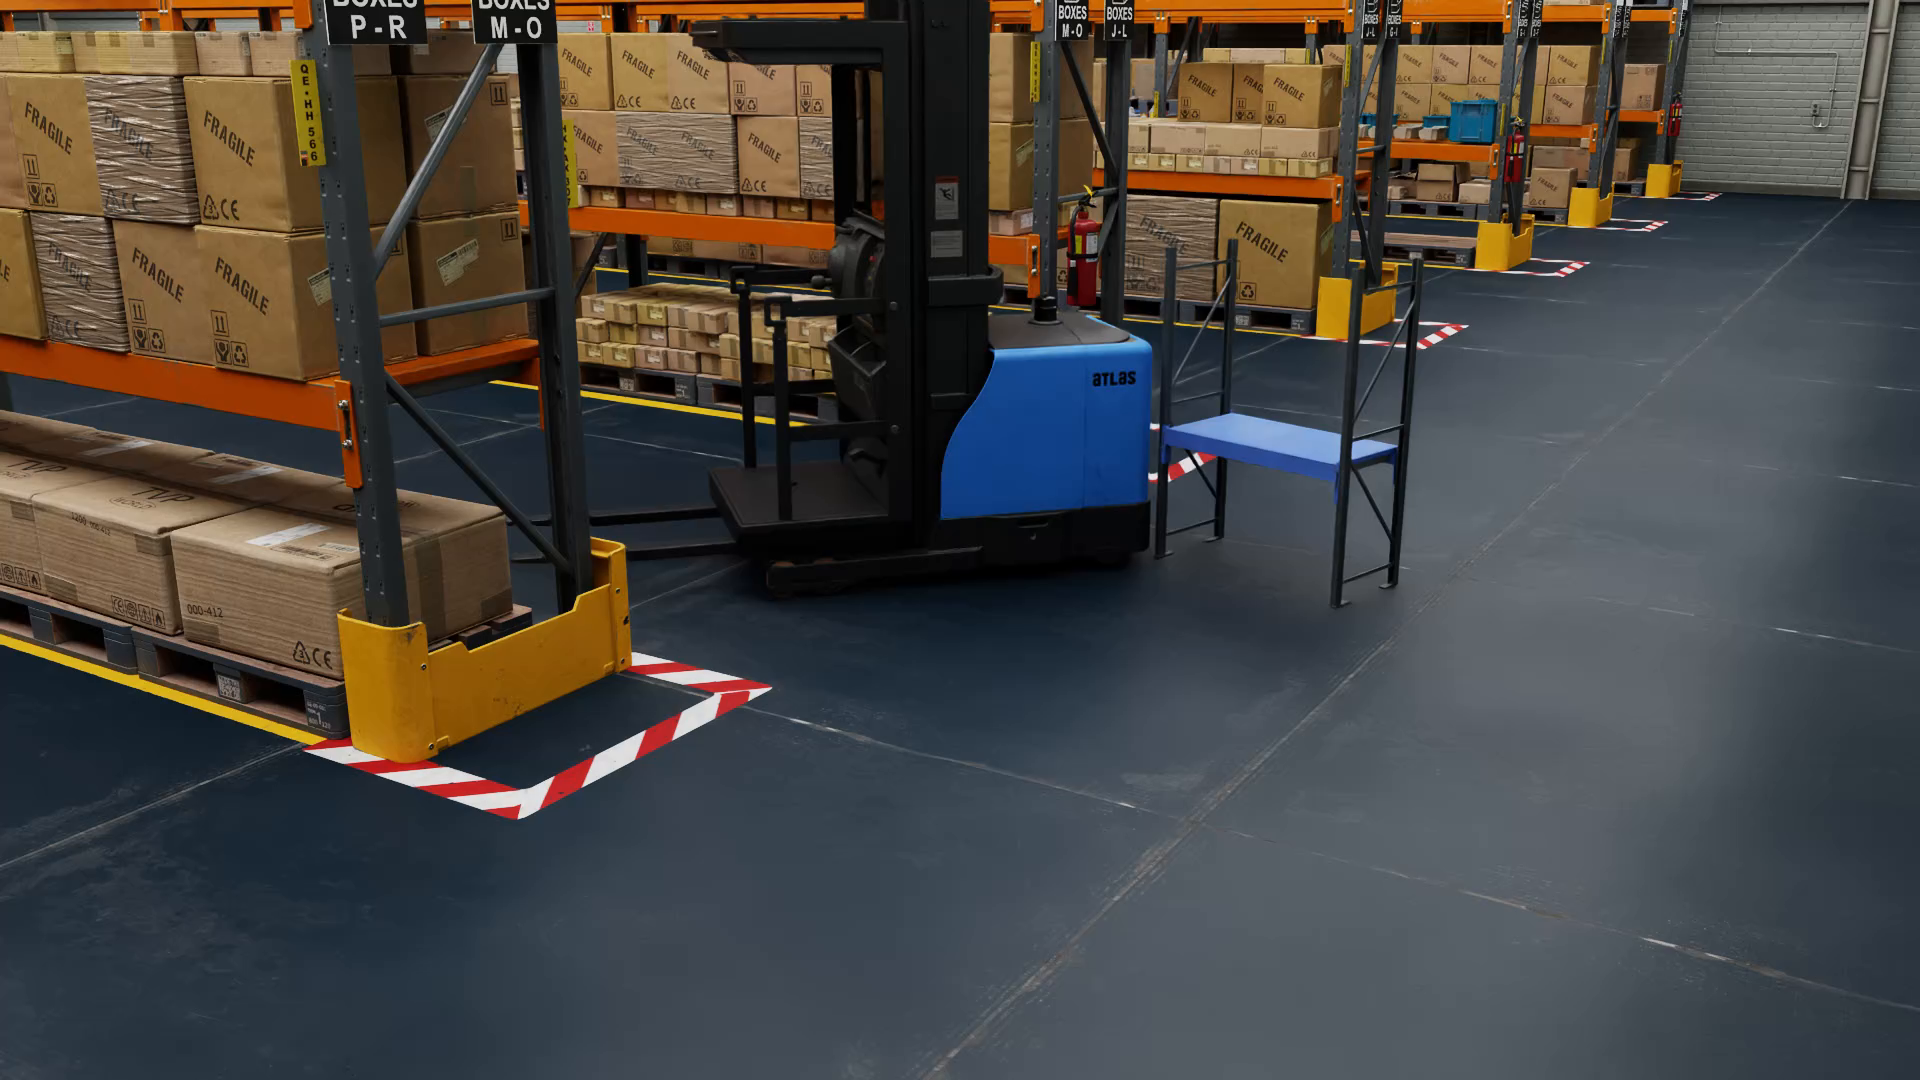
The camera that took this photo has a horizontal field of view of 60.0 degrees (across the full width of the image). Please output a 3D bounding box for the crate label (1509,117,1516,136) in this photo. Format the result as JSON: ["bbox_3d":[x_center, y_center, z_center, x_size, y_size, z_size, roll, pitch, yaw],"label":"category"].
[{"bbox_3d":[5.968,-4.569,18.447,0.303,0.233,0.416,10,20,30],"label":"crate label"}]

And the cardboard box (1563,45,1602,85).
[{"bbox_3d":[8.361,-6.387,22.354,0.500,0.500,0.500,11,20,32],"label":"cardboard box"}]

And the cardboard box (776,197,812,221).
[{"bbox_3d":[-0.980,-2.175,10.814,0.250,0.149,0.380,11,20,31],"label":"cardboard box"}]

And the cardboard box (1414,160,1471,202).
[{"bbox_3d":[6.796,-5.068,23.442,0.637,0.503,0.797,10,20,30],"label":"cardboard box"}]

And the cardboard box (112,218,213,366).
[{"bbox_3d":[-2.742,-0.956,6.196,0.500,0.500,0.500,10,19,29],"label":"cardboard box"}]

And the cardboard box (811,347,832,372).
[{"bbox_3d":[-0.759,-1.205,10.857,0.250,0.149,0.380,10,20,31],"label":"cardboard box"}]

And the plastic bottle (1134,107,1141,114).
[{"bbox_3d":[2.203,-5.258,20.751,0.097,0.271,0.097,0,17,0],"label":"plastic bottle"}]

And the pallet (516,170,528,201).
[{"bbox_3d":[-3.252,-2.731,12.540,1.213,0.211,1.003,10,20,30],"label":"pallet"}]

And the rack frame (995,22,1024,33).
[{"bbox_3d":[0.965,-8.780,32.126,0.127,3.000,1.000,10,20,30],"label":"rack frame"}]

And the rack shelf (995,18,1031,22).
[{"bbox_3d":[0.080,-8.340,26.753,4.000,0.370,1.077,10,20,30],"label":"rack shelf"}]

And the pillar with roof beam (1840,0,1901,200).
[{"bbox_3d":[11.691,-8.563,21.089,0.400,9.000,9.100,10,20,30],"label":"pillar with roof beam"}]

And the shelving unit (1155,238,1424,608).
[{"bbox_3d":[1.490,-0.574,7.691,0.538,1.500,1.048,-15,23,-41],"label":"shelving unit"}]

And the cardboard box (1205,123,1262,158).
[{"bbox_3d":[2.430,-3.431,14.261,0.500,0.250,0.500,10,19,29],"label":"cardboard box"}]

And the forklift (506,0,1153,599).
[{"bbox_3d":[-0.663,-1.308,7.645,3.031,2.935,1.130,-5,18,-15],"label":"forklift"}]

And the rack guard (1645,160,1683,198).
[{"bbox_3d":[11.211,-5.755,26.469,0.348,0.500,1.175,10,20,30],"label":"rack guard"}]

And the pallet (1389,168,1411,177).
[{"bbox_3d":[7.085,-6.328,28.850,1.213,0.211,1.003,10,20,30],"label":"pallet"}]

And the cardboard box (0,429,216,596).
[{"bbox_3d":[-3.939,-0.146,7.386,0.875,0.438,0.875,9,19,28],"label":"cardboard box"}]

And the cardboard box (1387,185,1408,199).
[{"bbox_3d":[6.179,-4.944,23.616,0.250,0.166,0.380,10,20,30],"label":"cardboard box"}]

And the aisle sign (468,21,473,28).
[{"bbox_3d":[-7.534,-8.264,25.952,0.004,0.787,0.394,10,20,30],"label":"aisle sign"}]

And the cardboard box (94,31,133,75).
[{"bbox_3d":[-2.869,-1.762,6.011,0.250,0.149,0.380,11,20,31],"label":"cardboard box"}]

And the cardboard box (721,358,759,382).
[{"bbox_3d":[-1.408,-1.185,11.303,0.250,0.149,0.380,10,19,29],"label":"cardboard box"}]

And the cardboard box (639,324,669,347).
[{"bbox_3d":[-2.046,-1.471,11.732,0.250,0.149,0.380,10,20,30],"label":"cardboard box"}]

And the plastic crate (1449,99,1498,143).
[{"bbox_3d":[5.623,-4.552,18.041,0.499,0.435,0.616,10,20,30],"label":"plastic crate"}]

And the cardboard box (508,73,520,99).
[{"bbox_3d":[-5.286,-5.110,19.142,0.637,0.503,0.797,13,21,36],"label":"cardboard box"}]

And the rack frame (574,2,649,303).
[{"bbox_3d":[-2.677,-2.670,12.011,0.127,3.000,1.000,10,20,30],"label":"rack frame"}]

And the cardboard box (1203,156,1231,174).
[{"bbox_3d":[2.289,-3.243,14.329,0.250,0.149,0.380,11,20,31],"label":"cardboard box"}]

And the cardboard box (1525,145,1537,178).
[{"bbox_3d":[9.228,-6.273,27.451,0.500,0.500,0.700,11,20,31],"label":"cardboard box"}]

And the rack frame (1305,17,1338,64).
[{"bbox_3d":[5.193,-6.336,24.079,0.127,3.000,1.000,10,20,30],"label":"rack frame"}]

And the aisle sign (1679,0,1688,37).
[{"bbox_3d":[11.095,-8.114,25.459,0.004,0.787,0.394,10,20,30],"label":"aisle sign"}]

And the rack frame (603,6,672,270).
[{"bbox_3d":[-3.403,-4.492,18.007,0.127,3.000,1.000,10,20,30],"label":"rack frame"}]

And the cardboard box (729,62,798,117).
[{"bbox_3d":[-1.120,-2.972,10.600,0.500,0.500,0.500,9,19,28],"label":"cardboard box"}]

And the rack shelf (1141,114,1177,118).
[{"bbox_3d":[3.488,-6.296,25.185,4.000,0.370,1.077,10,20,30],"label":"rack shelf"}]

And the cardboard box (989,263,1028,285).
[{"bbox_3d":[0.526,-2.947,15.856,0.875,0.875,0.875,10,20,30],"label":"cardboard box"}]

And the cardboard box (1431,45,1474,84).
[{"bbox_3d":[6.765,-6.486,22.681,0.500,0.500,0.500,11,20,32],"label":"cardboard box"}]

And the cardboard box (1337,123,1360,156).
[{"bbox_3d":[3.146,-3.485,14.440,0.500,0.250,0.500,10,19,29],"label":"cardboard box"}]

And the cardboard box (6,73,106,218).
[{"bbox_3d":[-3.189,-1.509,6.297,0.500,0.500,0.500,10,20,30],"label":"cardboard box"}]

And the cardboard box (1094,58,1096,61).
[{"bbox_3d":[2.431,-8.774,31.175,0.500,0.500,0.700,13,21,38],"label":"cardboard box"}]

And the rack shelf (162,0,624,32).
[{"bbox_3d":[-4.381,-4.065,12.681,4.000,0.370,1.077,10,20,30],"label":"rack shelf"}]

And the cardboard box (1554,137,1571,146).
[{"bbox_3d":[9.891,-6.536,27.200,0.250,0.149,0.380,10,20,31],"label":"cardboard box"}]

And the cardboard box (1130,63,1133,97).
[{"bbox_3d":[2.380,-7.125,25.783,0.500,0.500,0.700,4,17,12],"label":"cardboard box"}]

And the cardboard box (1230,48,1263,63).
[{"bbox_3d":[5.084,-8.516,29.248,0.500,0.250,0.500,10,19,29],"label":"cardboard box"}]

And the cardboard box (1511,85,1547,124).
[{"bbox_3d":[7.633,-5.854,22.321,0.500,0.500,0.500,10,20,31],"label":"cardboard box"}]

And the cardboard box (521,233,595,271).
[{"bbox_3d":[-3.168,-2.212,12.790,0.500,0.250,0.500,9,19,28],"label":"cardboard box"}]

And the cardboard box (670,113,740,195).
[{"bbox_3d":[-1.551,-2.564,10.976,0.500,0.500,0.500,10,19,29],"label":"cardboard box"}]

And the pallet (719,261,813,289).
[{"bbox_3d":[-1.736,-2.833,17.345,1.213,0.211,1.003,10,20,30],"label":"pallet"}]

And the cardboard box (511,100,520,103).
[{"bbox_3d":[-3.230,-3.290,12.737,0.250,0.149,0.380,10,20,31],"label":"cardboard box"}]

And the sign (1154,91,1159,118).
[{"bbox_3d":[2.308,-5.106,19.555,0.005,0.325,0.100,10,20,30],"label":"sign"}]

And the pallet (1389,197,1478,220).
[{"bbox_3d":[6.821,-4.712,23.530,1.213,0.211,1.003,10,20,30],"label":"pallet"}]

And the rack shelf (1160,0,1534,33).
[{"bbox_3d":[4.301,-5.897,18.710,4.000,0.370,1.077,10,20,30],"label":"rack shelf"}]

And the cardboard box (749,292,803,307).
[{"bbox_3d":[-1.324,-1.660,11.844,0.250,0.149,0.380,9,19,27],"label":"cardboard box"}]

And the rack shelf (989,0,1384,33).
[{"bbox_3d":[1.709,-4.670,14.671,4.000,0.370,1.077,10,20,30],"label":"rack shelf"}]

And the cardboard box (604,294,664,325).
[{"bbox_3d":[-2.288,-1.631,11.750,0.250,0.149,0.380,11,20,33],"label":"cardboard box"}]

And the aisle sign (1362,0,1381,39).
[{"bbox_3d":[3.318,-4.433,13.343,0.004,0.787,0.394,10,20,30],"label":"aisle sign"}]

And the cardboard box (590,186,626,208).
[{"bbox_3d":[-2.348,-2.405,11.570,0.250,0.149,0.380,11,20,32],"label":"cardboard box"}]

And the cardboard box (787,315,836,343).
[{"bbox_3d":[-0.935,-1.411,11.025,0.250,0.149,0.380,9,19,28],"label":"cardboard box"}]

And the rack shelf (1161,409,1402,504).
[{"bbox_3d":[1.490,-0.402,7.744,0.538,0.185,1.000,-15,23,-41],"label":"rack shelf"}]
